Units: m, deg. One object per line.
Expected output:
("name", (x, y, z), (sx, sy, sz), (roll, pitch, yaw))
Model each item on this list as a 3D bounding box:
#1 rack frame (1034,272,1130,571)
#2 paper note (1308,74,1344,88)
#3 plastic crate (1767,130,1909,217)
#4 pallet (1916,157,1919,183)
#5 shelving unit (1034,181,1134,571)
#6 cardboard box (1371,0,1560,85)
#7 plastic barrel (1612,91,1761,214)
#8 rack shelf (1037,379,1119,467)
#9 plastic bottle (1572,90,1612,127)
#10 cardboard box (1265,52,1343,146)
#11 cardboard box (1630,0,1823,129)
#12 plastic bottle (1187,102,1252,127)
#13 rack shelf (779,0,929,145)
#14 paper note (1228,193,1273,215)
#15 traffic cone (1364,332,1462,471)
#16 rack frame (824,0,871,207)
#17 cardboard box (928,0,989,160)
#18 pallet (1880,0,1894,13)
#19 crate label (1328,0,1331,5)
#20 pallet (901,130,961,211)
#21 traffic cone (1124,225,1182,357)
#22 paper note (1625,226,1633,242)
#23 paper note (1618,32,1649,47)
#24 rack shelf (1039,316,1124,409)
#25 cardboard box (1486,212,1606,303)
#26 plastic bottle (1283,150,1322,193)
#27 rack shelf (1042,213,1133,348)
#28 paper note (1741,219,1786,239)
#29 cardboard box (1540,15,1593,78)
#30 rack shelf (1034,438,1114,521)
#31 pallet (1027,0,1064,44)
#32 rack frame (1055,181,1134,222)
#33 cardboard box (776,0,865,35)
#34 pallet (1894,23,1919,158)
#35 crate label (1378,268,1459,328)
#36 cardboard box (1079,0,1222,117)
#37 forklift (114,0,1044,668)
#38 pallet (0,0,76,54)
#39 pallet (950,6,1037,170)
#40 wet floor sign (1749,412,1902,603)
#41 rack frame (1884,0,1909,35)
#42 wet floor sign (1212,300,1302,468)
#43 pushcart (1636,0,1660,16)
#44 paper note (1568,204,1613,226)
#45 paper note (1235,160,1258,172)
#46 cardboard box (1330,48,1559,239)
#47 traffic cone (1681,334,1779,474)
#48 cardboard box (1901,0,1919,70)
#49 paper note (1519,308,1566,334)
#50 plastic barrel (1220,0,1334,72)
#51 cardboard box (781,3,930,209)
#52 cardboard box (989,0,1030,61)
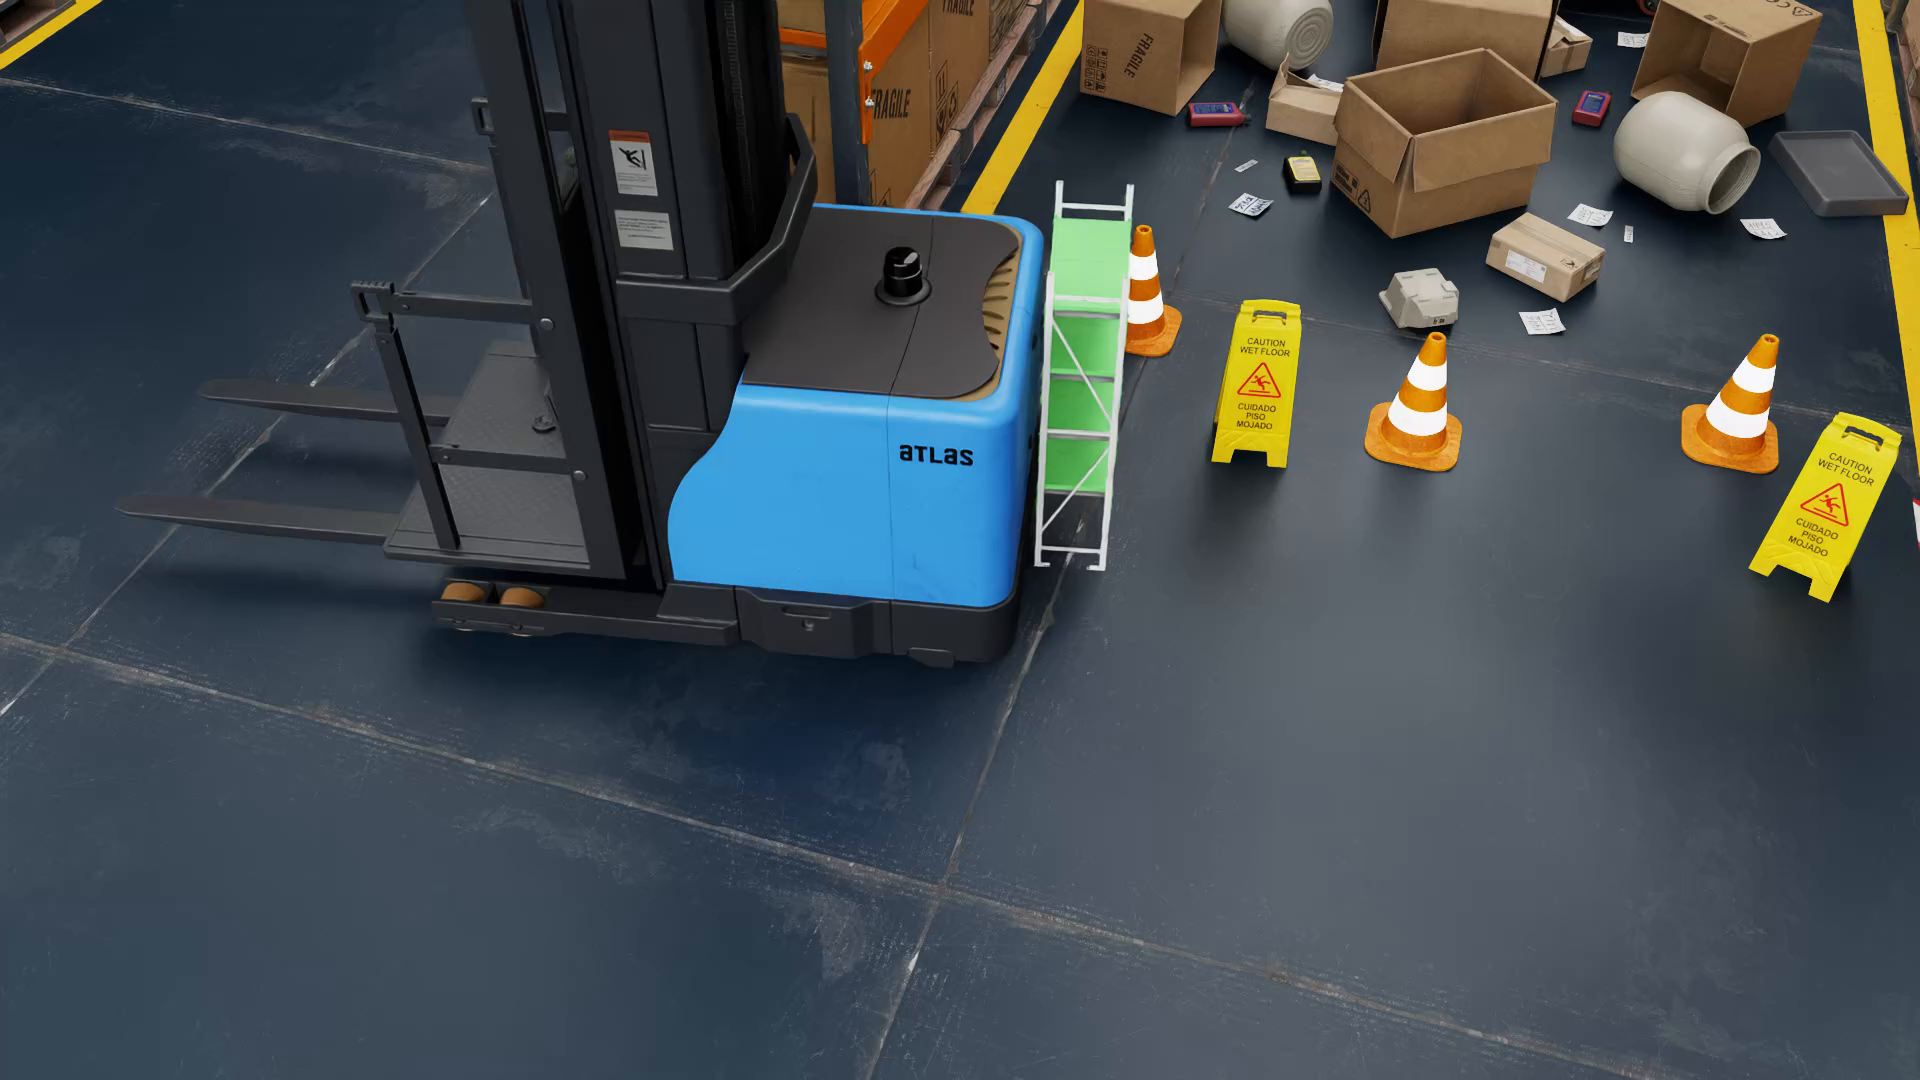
("rack frame", (0.373, -0.337, 5.236), (0.240, 1.200, 0.015), (4, 45, 4))
("paper note", (1.727, -2.172, 7.954), (0.172, 0.023, 0.155), (28, 51, 26))
("plastic crate", (3.886, -1.632, 7.360), (0.402, 0.080, 0.583), (-2, 44, -2))
("pallet", (4.606, -1.280, 6.907), (1.003, 0.211, 1.213), (13, 46, 13))
("shelving unit", (0.396, -0.507, 5.410), (0.258, 1.200, 0.503), (4, 45, 4))
("cardboard box", (2.326, -2.370, 7.715), (0.797, 0.637, 0.503), (13, 46, 13))
("plastic barrel", (3.114, -1.658, 7.142), (0.421, 0.421, 0.512), (-24, 49, -22))
("rack shelf", (0.396, -0.461, 5.455), (0.258, 0.148, 0.480), (4, 45, 4))
("plastic bottle", (2.965, -2.035, 7.786), (0.133, 0.061, 0.283), (20, 48, 19))
("cardboard box", (1.629, -2.016, 7.620), (0.396, 0.266, 0.258), (20, 48, 19))
("cardboard box", (3.522, -2.229, 7.669), (0.500, 0.500, 0.500), (-24, 49, -22))
("plastic bottle", (1.206, -1.977, 7.727), (0.283, 0.061, 0.133), (-2, 44, -2))
("rack shelf", (-0.211, -2.939, 7.123), (1.077, 0.370, 4.000), (13, 46, 13))
("paper note", (1.264, -1.459, 7.220), (0.144, 0.017, 0.142), (28, 51, 26))
("traffic cone", (1.671, -0.543, 5.974), (0.336, 0.463, 0.334), (13, 46, 13))
("rack frame", (-0.817, -1.863, 5.509), (1.000, 3.000, 0.127), (13, 46, 13))
("cardboard box", (-0.410, -2.306, 7.181), (0.875, 0.875, 0.875), (12, 46, 12))
("pallet", (5.377, -3.071, 8.737), (1.003, 0.211, 1.213), (13, 46, 13))
("crate label", (1.719, -2.721, 8.433), (0.298, 0.136, 0.250), (-16, 47, -16))
("pallet", (-0.649, -1.416, 7.046), (1.003, 0.211, 1.213), (13, 46, 13))
("traffic cone", (0.697, -1.009, 6.451), (0.336, 0.463, 0.334), (13, 46, 13))
("paper note", (2.845, -1.302, 7.074), (0.032, 0.001, 0.123), (13, 46, 13))
("paper note", (3.356, -2.495, 8.278), (0.148, 0.019, 0.142), (13, 46, 13))
("rack shelf", (0.396, -0.633, 5.287), (0.258, 0.148, 0.480), (4, 45, 4))
("cardboard box", (2.403, -1.164, 6.833), (0.250, 0.149, 0.380), (-33, 53, -29))
("plastic bottle", (1.513, -1.641, 7.383), (0.133, 0.061, 0.283), (-2, 44, -2))
("rack shelf", (0.396, -0.804, 5.119), (0.258, 0.148, 0.480), (4, 45, 4))
("paper note", (3.429, -1.334, 7.092), (0.142, 0.019, 0.148), (-2, 44, -2))
("cardboard box", (2.851, -2.482, 8.097), (0.258, 0.266, 0.396), (-16, 47, -16))
("rack shelf", (0.396, -0.290, 5.623), (0.258, 0.148, 0.480), (4, 45, 4))
("pallet", (0.090, -3.042, 8.708), (1.003, 0.211, 1.213), (13, 46, 13))
("rack frame", (0.419, -0.677, 5.584), (0.240, 1.200, 0.015), (4, 45, 4))
("cardboard box", (-0.747, -2.173, 5.719), (0.875, 0.550, 0.550), (13, 46, 13))
("pallet", (4.973, -2.096, 7.741), (1.003, 0.211, 1.213), (13, 46, 13))
("crate label", (1.850, -0.964, 6.637), (0.250, 0.136, 0.298), (-9, 45, -9))
("cardboard box", (0.903, -2.384, 7.828), (0.500, 0.500, 0.500), (20, 48, 19))
("forklift", (-1.277, -1.094, 4.773), (3.031, 2.935, 1.130), (5, 45, 5))
("pallet", (-5.210, -2.569, 8.224), (1.003, 0.211, 1.213), (13, 46, 13))
("pallet", (-0.278, -2.226, 7.874), (1.003, 0.211, 1.213), (13, 46, 13))
("wet floor sign", (2.854, -0.140, 5.432), (0.267, 0.644, 0.232), (28, 51, 26))
("rack frame", (5.143, -3.548, 7.231), (1.000, 3.000, 0.127), (13, 46, 13))
("wet floor sign", (1.062, -0.583, 5.884), (0.267, 0.644, 0.232), (5, 45, 5))
("pushcart", (2.955, -3.060, 8.608), (1.648, 0.377, 0.936), (-2, 44, -2))
("paper note", (2.721, -1.403, 7.170), (0.148, 0.019, 0.142), (28, 51, 26))
("paper note", (1.285, -1.678, 7.458), (0.123, 0.001, 0.032), (-33, 53, -29))
("cardboard box", (2.051, -1.697, 7.124), (0.797, 0.503, 0.637), (-16, 47, -16))
("traffic cone", (2.832, -0.535, 5.966), (0.336, 0.463, 0.334), (13, 46, 13))
("cardboard box", (4.707, -2.379, 7.702), (0.500, 0.250, 0.500), (11, 45, 11))
("paper note", (2.321, -0.872, 6.620), (0.148, 0.019, 0.142), (-2, 44, -2))
("plastic barrel", (1.513, -2.527, 8.030), (0.421, 0.421, 0.512), (-24, 49, -22))
("cardboard box", (-0.674, -1.720, 6.581), (0.875, 0.875, 0.875), (13, 46, 13))
("cardboard box", (-0.132, -2.914, 7.802), (0.875, 0.875, 0.875), (13, 46, 13))
